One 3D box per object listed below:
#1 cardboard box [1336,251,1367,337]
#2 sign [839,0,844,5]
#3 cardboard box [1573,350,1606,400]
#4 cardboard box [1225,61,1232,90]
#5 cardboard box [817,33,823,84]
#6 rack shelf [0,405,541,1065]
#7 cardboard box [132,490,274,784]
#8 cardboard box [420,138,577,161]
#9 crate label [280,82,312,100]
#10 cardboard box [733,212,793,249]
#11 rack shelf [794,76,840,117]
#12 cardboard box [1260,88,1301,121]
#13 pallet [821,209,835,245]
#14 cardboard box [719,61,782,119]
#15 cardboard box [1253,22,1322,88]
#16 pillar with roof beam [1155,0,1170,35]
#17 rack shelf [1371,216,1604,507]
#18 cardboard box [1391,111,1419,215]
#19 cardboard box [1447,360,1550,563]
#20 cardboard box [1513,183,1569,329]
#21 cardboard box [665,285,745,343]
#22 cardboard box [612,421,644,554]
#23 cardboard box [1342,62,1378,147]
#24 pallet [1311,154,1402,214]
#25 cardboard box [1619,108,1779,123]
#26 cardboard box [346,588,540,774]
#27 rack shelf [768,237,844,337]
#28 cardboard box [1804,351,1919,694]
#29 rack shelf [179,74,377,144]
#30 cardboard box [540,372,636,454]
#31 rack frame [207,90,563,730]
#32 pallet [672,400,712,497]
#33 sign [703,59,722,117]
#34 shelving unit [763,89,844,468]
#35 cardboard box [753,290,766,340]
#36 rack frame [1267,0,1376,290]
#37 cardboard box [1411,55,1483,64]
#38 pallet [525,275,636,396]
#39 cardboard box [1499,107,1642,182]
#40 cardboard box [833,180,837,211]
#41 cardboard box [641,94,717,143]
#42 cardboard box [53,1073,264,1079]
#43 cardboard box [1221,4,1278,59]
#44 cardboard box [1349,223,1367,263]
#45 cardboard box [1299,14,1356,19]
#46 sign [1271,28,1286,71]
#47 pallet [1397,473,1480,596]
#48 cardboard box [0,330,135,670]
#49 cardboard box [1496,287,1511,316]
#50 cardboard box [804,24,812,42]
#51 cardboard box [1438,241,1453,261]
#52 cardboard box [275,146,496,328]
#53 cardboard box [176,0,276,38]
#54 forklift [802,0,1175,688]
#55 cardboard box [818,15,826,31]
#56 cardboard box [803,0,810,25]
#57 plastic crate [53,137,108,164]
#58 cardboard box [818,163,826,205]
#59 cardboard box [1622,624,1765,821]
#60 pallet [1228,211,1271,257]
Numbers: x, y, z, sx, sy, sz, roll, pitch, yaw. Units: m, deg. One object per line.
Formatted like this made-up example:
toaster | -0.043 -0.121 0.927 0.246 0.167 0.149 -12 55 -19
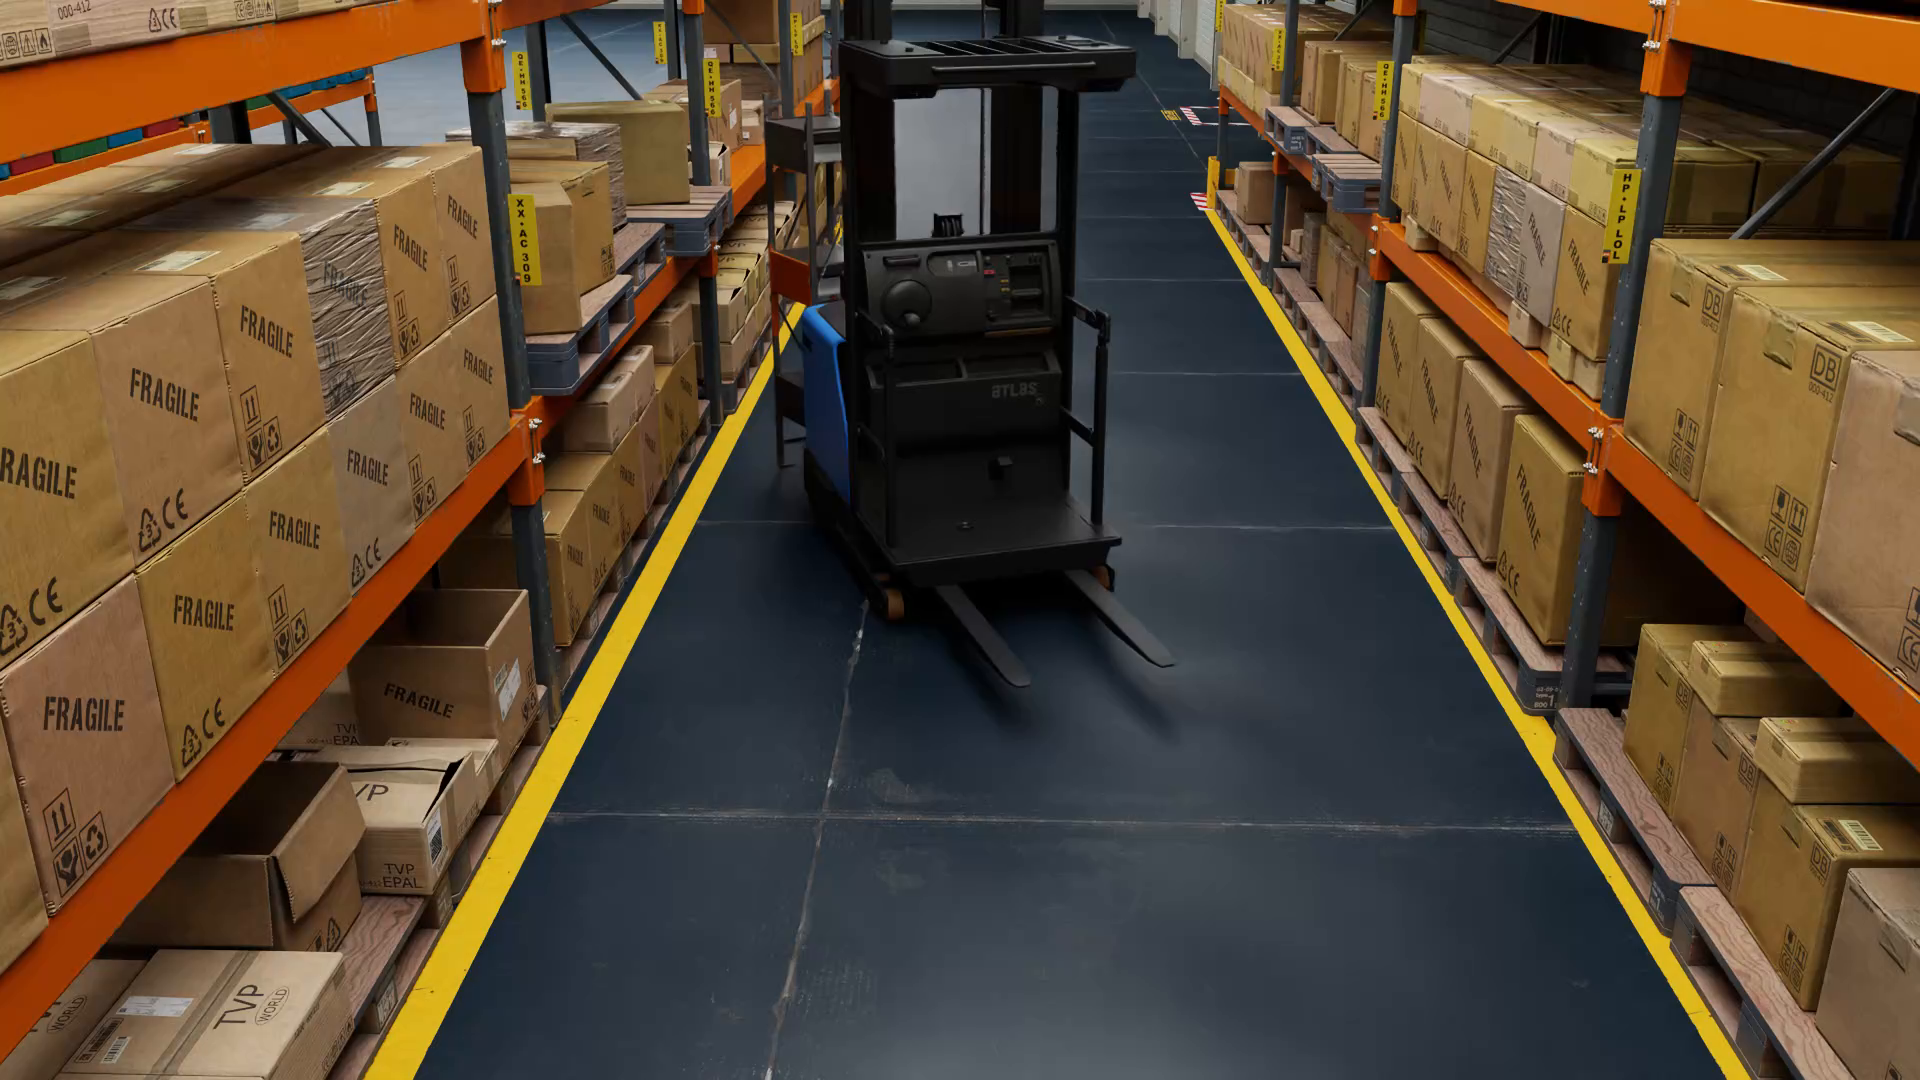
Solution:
cardboard box | 3.058 -1.731 11.691 0.700 0.500 0.500 1 21 1
sign | -1.196 -5.651 17.017 0.100 0.325 0.005 1 21 2
cardboard box | 2.575 -0.637 6.343 0.380 0.149 0.250 1 21 2
cardboard box | 2.879 -4.537 16.254 0.500 0.250 0.500 0 21 0
cardboard box | -1.765 -4.889 16.845 0.700 0.500 0.500 1 21 2
rack shelf | -2.164 0.386 4.382 1.077 0.370 4.000 1 21 2
cardboard box | -1.919 0.202 3.725 0.500 0.500 0.500 1 21 1
cardboard box | -2.111 -1.554 7.669 0.700 0.500 0.500 -5 22 -12
crate label | -6.475 -4.415 15.712 0.502 0.435 0.616 1 21 2
cardboard box | -1.595 -2.403 13.020 0.500 0.311 0.500 1 21 3
rack shelf | -1.799 -3.953 15.564 1.077 0.370 4.000 1 21 2
cardboard box | 2.803 -3.626 13.907 0.500 0.250 0.500 1 21 2
pallet | -1.760 -2.994 15.954 1.003 0.211 1.213 1 21 2
cardboard box | -1.853 -3.772 13.966 0.700 0.500 0.500 0 21 0
cardboard box | 2.806 -4.156 14.236 0.500 0.500 0.500 1 21 1
pillar with roof beam | 0.483 -16.217 37.885 9.100 9.000 0.400 1 21 2
rack shelf | 2.909 -1.007 7.972 1.077 0.370 4.000 1 21 2
cardboard box | 2.699 -2.087 9.185 0.500 0.500 0.500 1 21 3
cardboard box | 2.762 -0.371 7.729 0.750 0.750 0.750 1 21 3
cardboard box | 2.616 -1.168 6.816 0.500 0.500 0.500 1 21 2
cardboard box | -1.672 -1.480 10.643 0.500 0.311 0.500 1 21 3
cardboard box | -1.817 -0.258 7.895 0.500 0.500 0.500 1 21 2
cardboard box | 2.990 -2.938 11.208 0.700 0.500 0.500 1 21 2
pallet | 2.885 -2.235 10.408 1.213 0.211 1.003 1 21 2
cardboard box | 3.142 -1.698 7.144 0.500 0.250 0.500 0 21 0
cardboard box | -1.837 0.497 5.949 0.500 0.500 0.500 1 21 2
rack shelf | -0.749 -1.347 9.131 0.431 0.518 0.480 -13 25 -30
cardboard box | 2.775 -0.036 4.061 0.980 0.700 0.700 0 21 -1
rack shelf | -6.750 -4.009 15.708 1.077 0.370 4.000 1 21 2
cardboard box | -1.815 -0.596 7.728 0.500 0.250 0.500 1 21 2
rack frame | -2.103 -0.673 6.115 1.000 3.000 0.127 1 21 2
pallet | -2.042 -0.549 9.653 1.003 0.211 1.213 1 21 2
sign | -1.439 -2.619 9.641 0.100 0.325 0.005 1 21 2
shelving unit | -0.749 -1.359 9.126 0.431 2.100 0.503 -13 25 -30
cardboard box | -1.648 -1.589 11.697 0.500 0.250 0.500 0 21 0
rack frame | 3.091 -3.512 13.433 1.000 3.000 0.127 1 21 2
cardboard box | 2.945 -2.861 10.113 0.380 0.149 0.250 -3 21 -7
pallet | -1.970 -0.871 6.892 1.003 0.211 1.213 1 21 2
cardboard box | 2.647 -1.704 7.161 0.500 0.250 0.500 1 21 3
cardboard box | -1.476 -3.366 16.279 0.500 0.250 0.500 1 21 2
cardboard box | -1.947 -2.772 11.389 0.500 0.500 0.500 0 21 -1
cardboard box | -1.910 1.476 3.770 0.500 0.250 0.500 1 21 2
cardboard box | 2.898 -5.078 16.612 0.500 0.500 0.500 1 21 2
cardboard box | 3.030 -2.107 11.624 0.500 0.250 0.500 1 21 1
cardboard box | 3.359 -4.523 15.183 0.500 0.500 0.500 1 21 2
sign | 2.549 -3.919 13.285 0.100 0.325 0.005 1 21 2
pallet | 2.831 -0.041 8.344 1.003 0.211 1.213 1 21 2
cardboard box | -1.940 -0.086 3.082 0.500 0.500 0.500 1 21 2
cardboard box | 2.658 -1.096 7.526 0.380 0.149 0.250 0 21 0
cardboard box | -1.598 -4.752 15.594 0.380 0.149 0.250 1 21 3
cardboard box | 2.735 -1.563 8.730 0.380 0.149 0.250 0 21 1
cardboard box | -1.860 -1.000 5.438 0.500 0.500 0.500 1 21 2
cardboard box | -1.905 -1.280 3.742 0.500 0.250 0.500 1 21 2
forklift | 0.083 -1.148 7.435 1.130 2.935 3.031 -7 22 -16
cardboard box | -1.560 -5.220 16.801 0.380 0.149 0.250 0 21 1
cardboard box | -1.792 -5.102 15.601 0.700 0.500 0.500 1 21 2
plastic crate | -6.582 -2.889 12.122 0.450 0.188 0.662 1 21 2
cardboard box | -1.503 -3.354 15.211 0.500 0.500 0.500 1 21 2
cardboard box | 2.723 0.619 5.661 0.700 0.500 0.500 1 21 2
pallet | 3.111 -2.897 15.704 1.003 0.211 1.213 1 21 2
